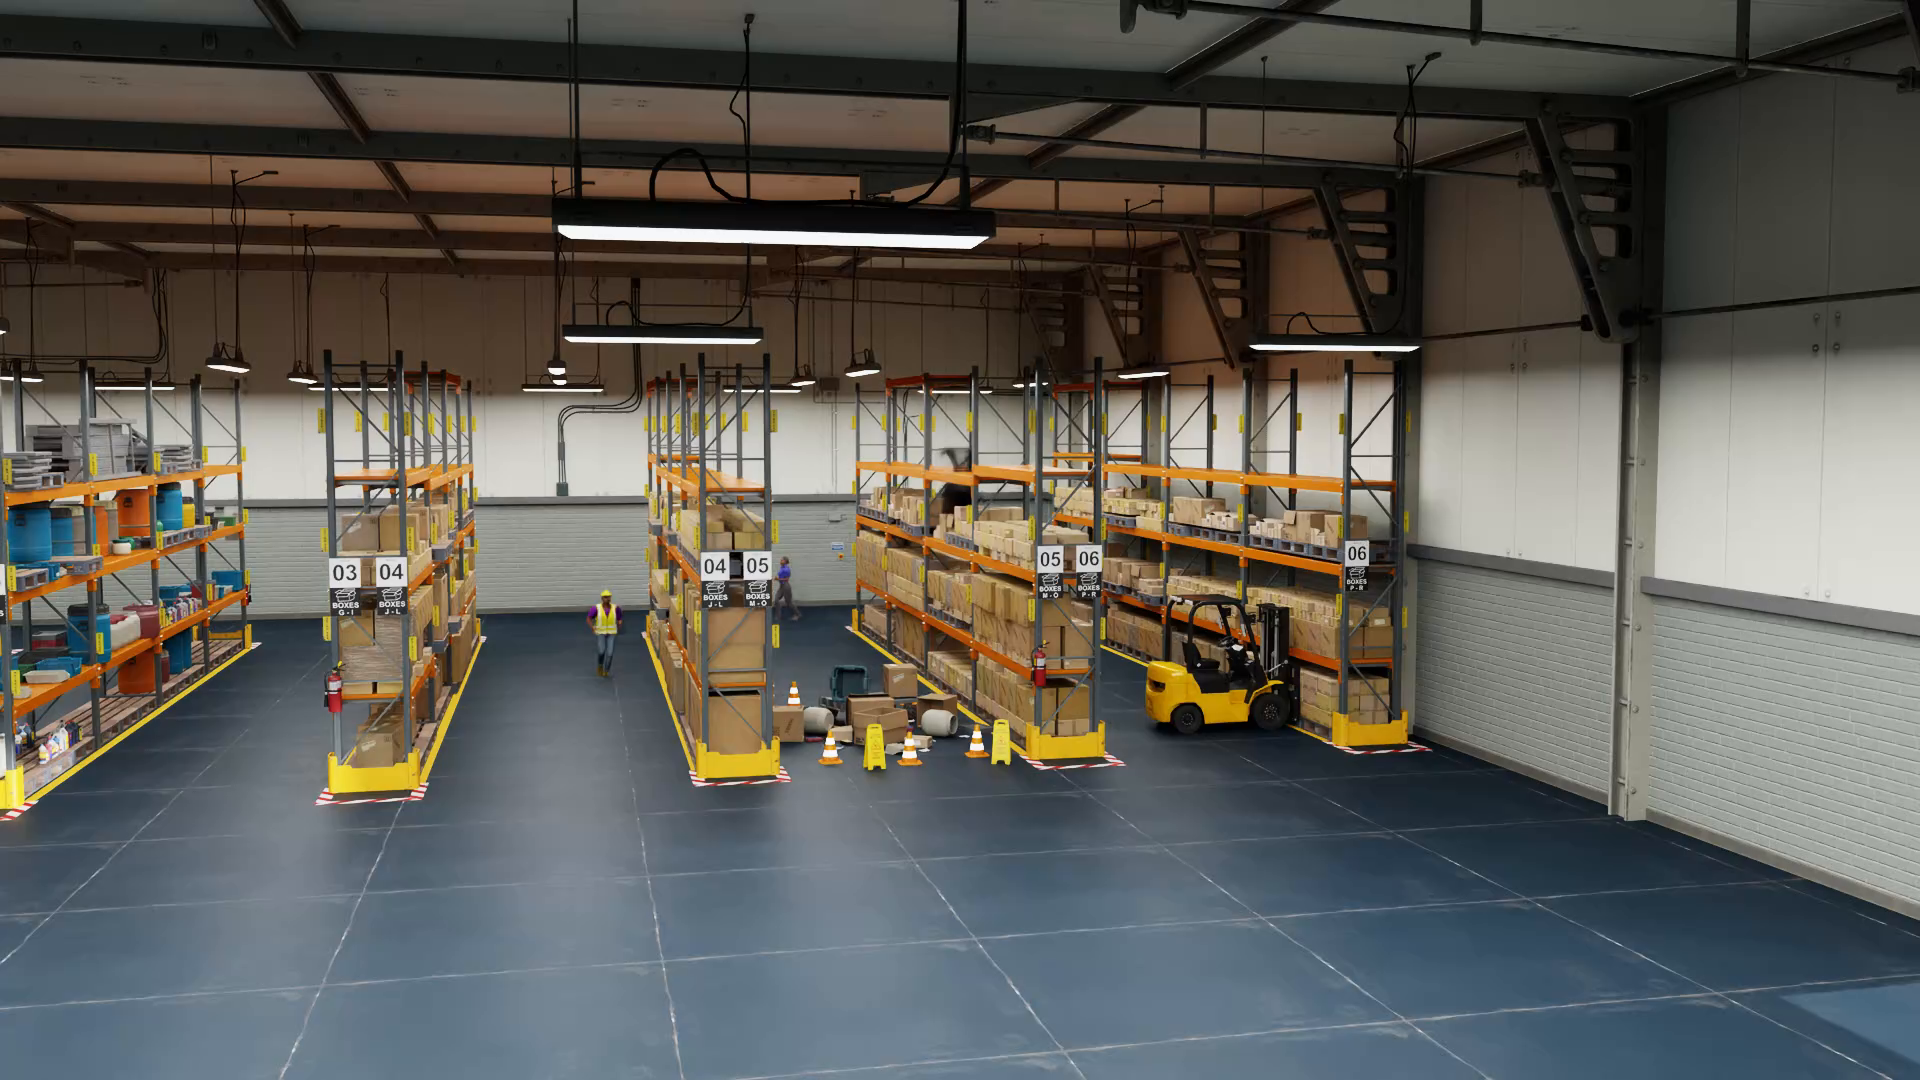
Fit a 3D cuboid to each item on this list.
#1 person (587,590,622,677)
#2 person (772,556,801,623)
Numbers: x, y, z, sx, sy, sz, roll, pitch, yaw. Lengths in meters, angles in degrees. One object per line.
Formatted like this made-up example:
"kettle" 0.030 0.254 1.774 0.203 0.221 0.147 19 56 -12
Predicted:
"person" -6.970 1.854 32.738 0.682 1.724 0.555 -1 4 -20
"person" -4.395 1.272 41.974 0.779 1.711 0.571 -2 4 -25
